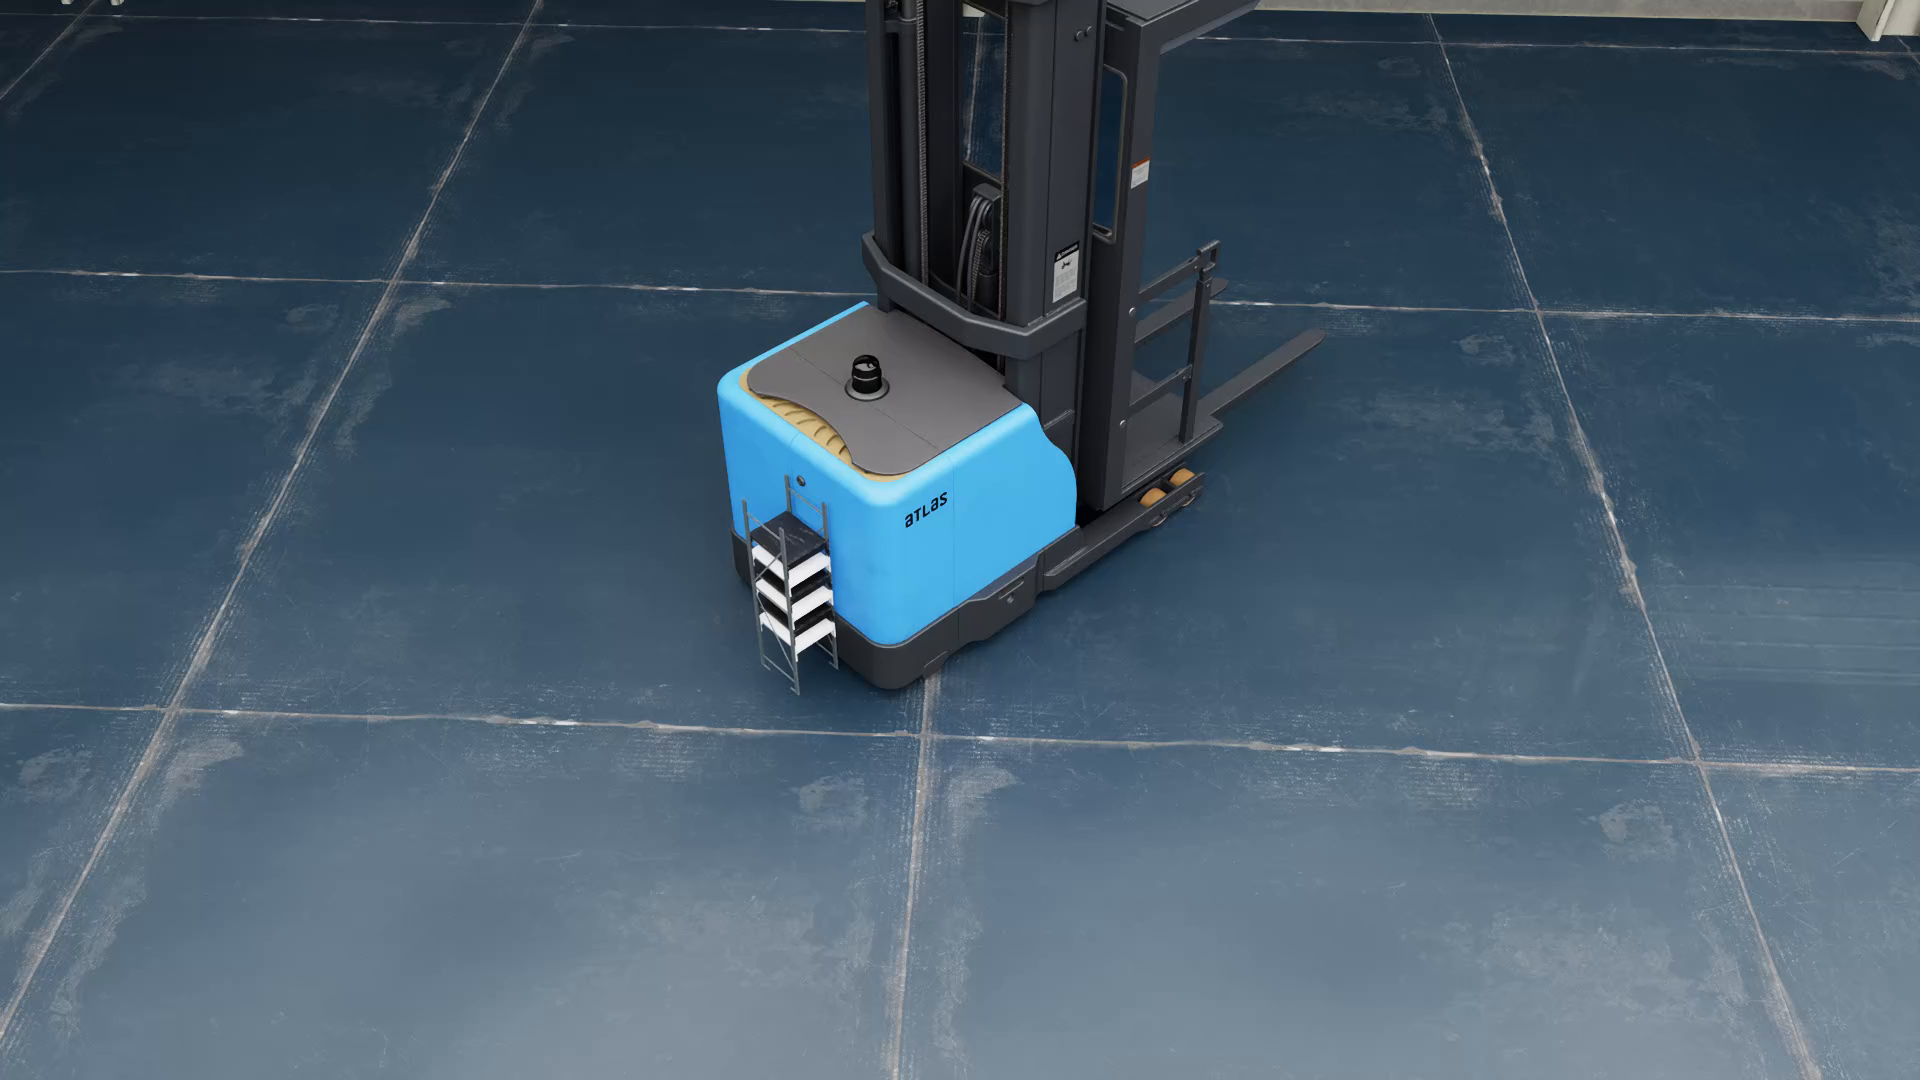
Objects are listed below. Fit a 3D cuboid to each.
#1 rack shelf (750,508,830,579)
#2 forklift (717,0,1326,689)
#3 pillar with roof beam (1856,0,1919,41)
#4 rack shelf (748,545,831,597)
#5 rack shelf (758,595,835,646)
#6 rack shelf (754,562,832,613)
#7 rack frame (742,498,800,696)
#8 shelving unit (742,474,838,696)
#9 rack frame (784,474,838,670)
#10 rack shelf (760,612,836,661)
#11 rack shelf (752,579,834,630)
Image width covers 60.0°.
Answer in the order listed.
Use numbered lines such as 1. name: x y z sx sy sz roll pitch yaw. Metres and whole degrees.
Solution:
1. rack shelf: -0.653 0.013 6.314 0.200 0.077 0.258 -33 52 -30
2. forklift: 0.456 -1.368 6.653 3.031 2.935 1.130 -33 52 -30
3. pillar with roof beam: 5.938 -3.710 4.716 0.400 9.000 9.100 2 43 2
4. rack shelf: -0.653 0.079 6.375 0.200 0.077 0.258 -33 52 -30
5. rack shelf: -0.653 0.277 6.559 0.200 0.077 0.258 -33 52 -30
6. rack shelf: -0.653 0.145 6.437 0.200 0.077 0.258 -33 52 -30
7. rack frame: -0.727 0.234 6.424 0.006 0.900 0.240 -33 52 -30
8. shelving unit: -0.653 0.186 6.475 0.210 0.900 0.258 -33 52 -30
9. rack frame: -0.580 0.139 6.526 0.006 0.900 0.240 -33 52 -30
10. rack shelf: -0.653 0.342 6.621 0.200 0.077 0.258 -33 52 -30
11. rack shelf: -0.653 0.211 6.498 0.200 0.077 0.258 -33 52 -30
